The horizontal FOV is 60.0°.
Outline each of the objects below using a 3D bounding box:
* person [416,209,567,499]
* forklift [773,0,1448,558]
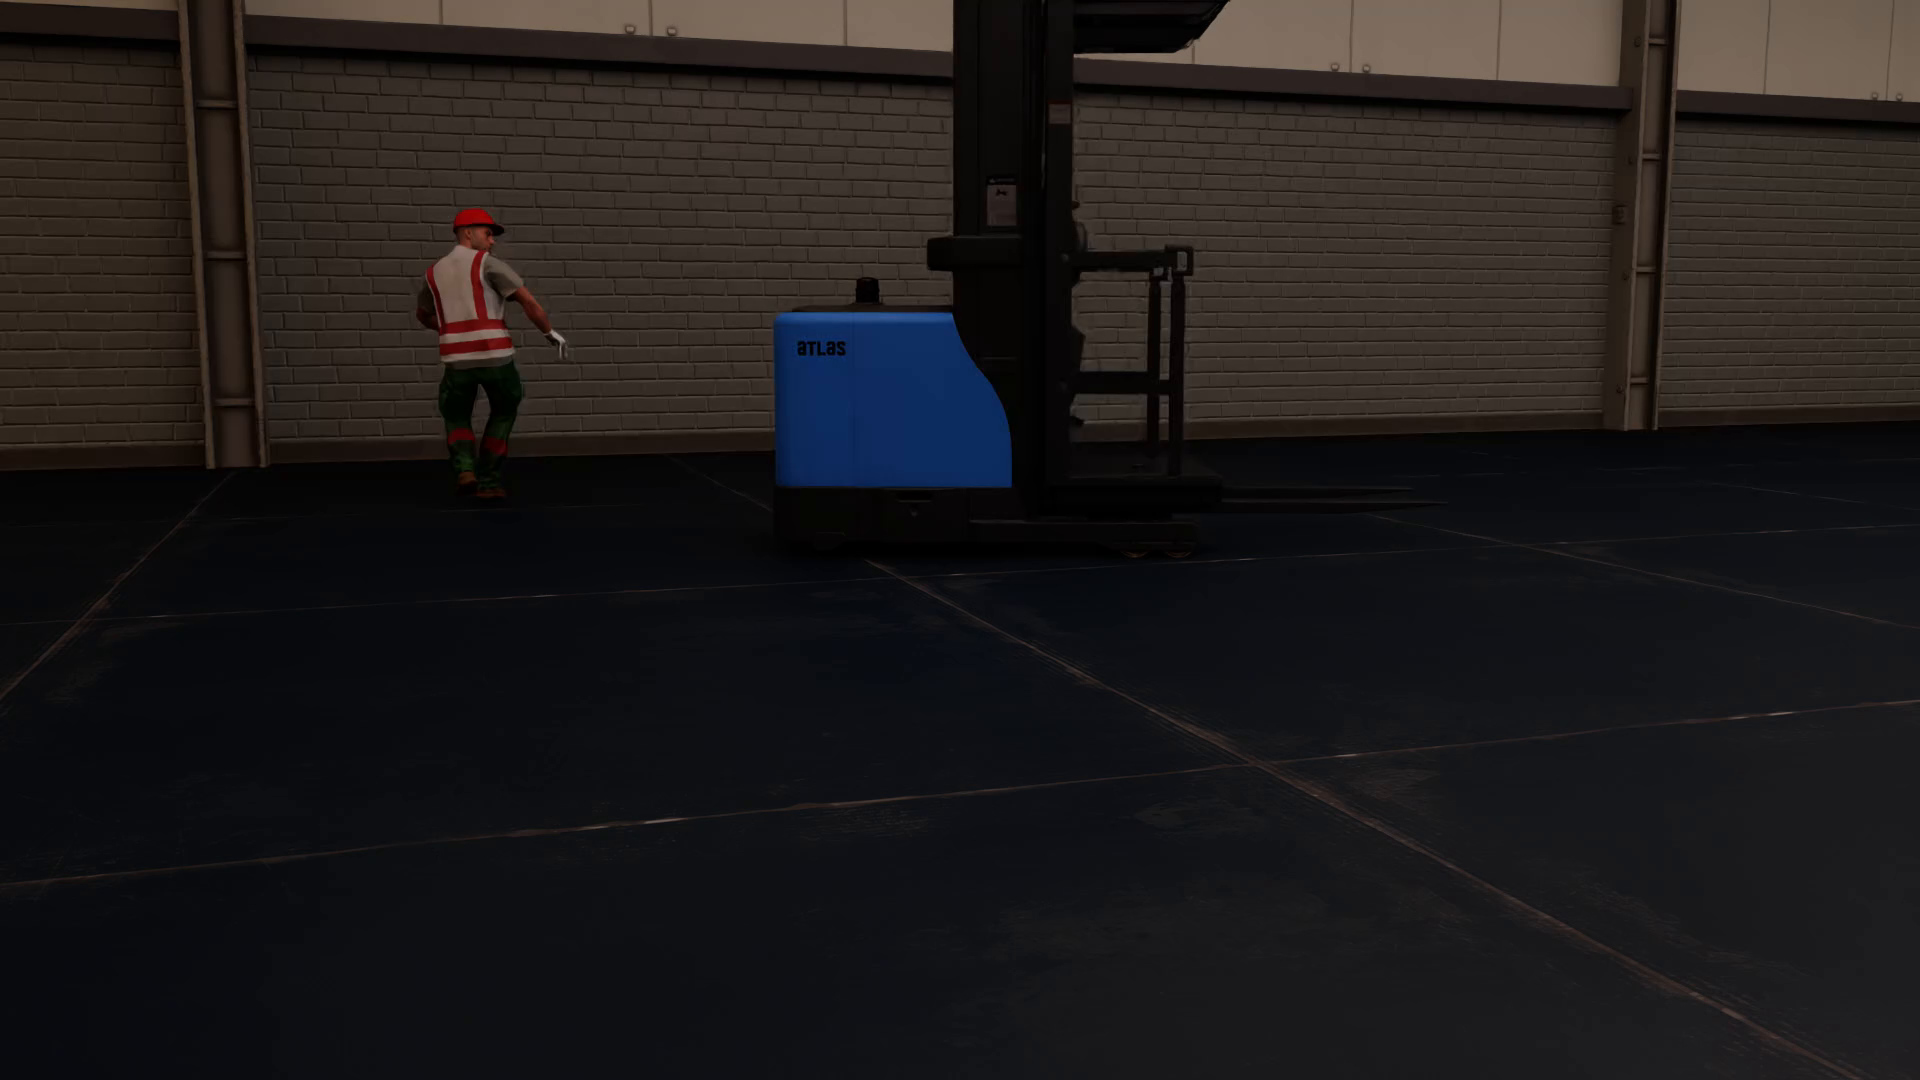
[{"bbox_3d":[-2.671,-1.051,9.494,0.876,1.654,0.816,0,8,1],"label":"person"},{"bbox_3d":[0.688,-1.444,7.663,3.031,2.935,1.130,0,8,1],"label":"forklift"}]
